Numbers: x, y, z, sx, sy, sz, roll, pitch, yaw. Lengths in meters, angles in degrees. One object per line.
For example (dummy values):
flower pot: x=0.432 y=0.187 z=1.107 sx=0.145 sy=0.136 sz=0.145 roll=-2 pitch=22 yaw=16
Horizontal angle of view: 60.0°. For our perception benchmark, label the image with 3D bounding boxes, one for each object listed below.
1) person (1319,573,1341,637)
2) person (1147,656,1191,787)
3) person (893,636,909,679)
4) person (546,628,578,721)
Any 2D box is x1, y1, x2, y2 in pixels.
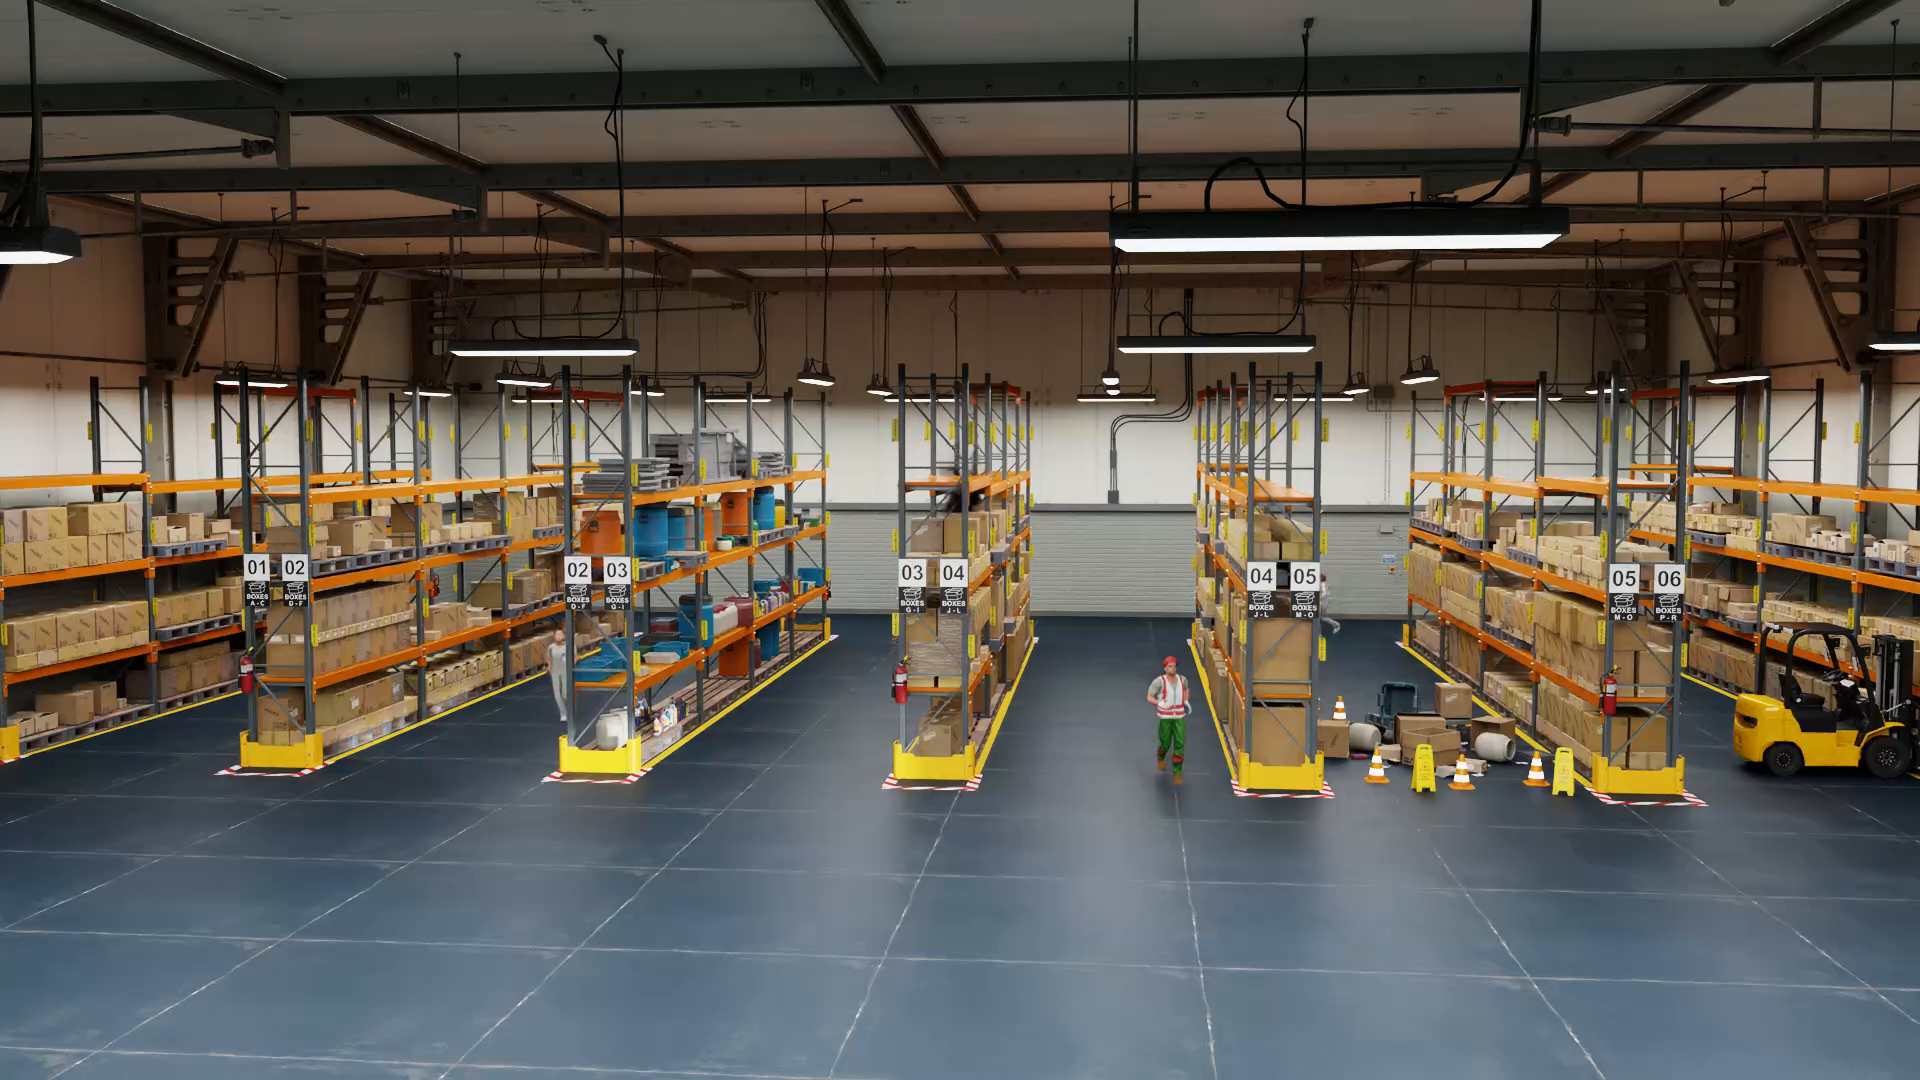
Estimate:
person: x=8.919 y=1.625 z=40.482 sx=0.734 sy=1.588 sz=0.537 roll=1 pitch=4 yaw=12
person: x=3.027 y=2.574 z=23.941 sx=0.688 sy=1.809 sz=0.881 roll=-1 pitch=4 yaw=-11
person: x=-0.971 y=2.051 z=32.753 sx=0.686 sy=1.710 sz=0.624 roll=0 pitch=4 yaw=0
person: x=-6.905 y=2.335 z=28.766 sx=0.539 sy=1.626 sz=0.541 roll=0 pitch=4 yaw=0
